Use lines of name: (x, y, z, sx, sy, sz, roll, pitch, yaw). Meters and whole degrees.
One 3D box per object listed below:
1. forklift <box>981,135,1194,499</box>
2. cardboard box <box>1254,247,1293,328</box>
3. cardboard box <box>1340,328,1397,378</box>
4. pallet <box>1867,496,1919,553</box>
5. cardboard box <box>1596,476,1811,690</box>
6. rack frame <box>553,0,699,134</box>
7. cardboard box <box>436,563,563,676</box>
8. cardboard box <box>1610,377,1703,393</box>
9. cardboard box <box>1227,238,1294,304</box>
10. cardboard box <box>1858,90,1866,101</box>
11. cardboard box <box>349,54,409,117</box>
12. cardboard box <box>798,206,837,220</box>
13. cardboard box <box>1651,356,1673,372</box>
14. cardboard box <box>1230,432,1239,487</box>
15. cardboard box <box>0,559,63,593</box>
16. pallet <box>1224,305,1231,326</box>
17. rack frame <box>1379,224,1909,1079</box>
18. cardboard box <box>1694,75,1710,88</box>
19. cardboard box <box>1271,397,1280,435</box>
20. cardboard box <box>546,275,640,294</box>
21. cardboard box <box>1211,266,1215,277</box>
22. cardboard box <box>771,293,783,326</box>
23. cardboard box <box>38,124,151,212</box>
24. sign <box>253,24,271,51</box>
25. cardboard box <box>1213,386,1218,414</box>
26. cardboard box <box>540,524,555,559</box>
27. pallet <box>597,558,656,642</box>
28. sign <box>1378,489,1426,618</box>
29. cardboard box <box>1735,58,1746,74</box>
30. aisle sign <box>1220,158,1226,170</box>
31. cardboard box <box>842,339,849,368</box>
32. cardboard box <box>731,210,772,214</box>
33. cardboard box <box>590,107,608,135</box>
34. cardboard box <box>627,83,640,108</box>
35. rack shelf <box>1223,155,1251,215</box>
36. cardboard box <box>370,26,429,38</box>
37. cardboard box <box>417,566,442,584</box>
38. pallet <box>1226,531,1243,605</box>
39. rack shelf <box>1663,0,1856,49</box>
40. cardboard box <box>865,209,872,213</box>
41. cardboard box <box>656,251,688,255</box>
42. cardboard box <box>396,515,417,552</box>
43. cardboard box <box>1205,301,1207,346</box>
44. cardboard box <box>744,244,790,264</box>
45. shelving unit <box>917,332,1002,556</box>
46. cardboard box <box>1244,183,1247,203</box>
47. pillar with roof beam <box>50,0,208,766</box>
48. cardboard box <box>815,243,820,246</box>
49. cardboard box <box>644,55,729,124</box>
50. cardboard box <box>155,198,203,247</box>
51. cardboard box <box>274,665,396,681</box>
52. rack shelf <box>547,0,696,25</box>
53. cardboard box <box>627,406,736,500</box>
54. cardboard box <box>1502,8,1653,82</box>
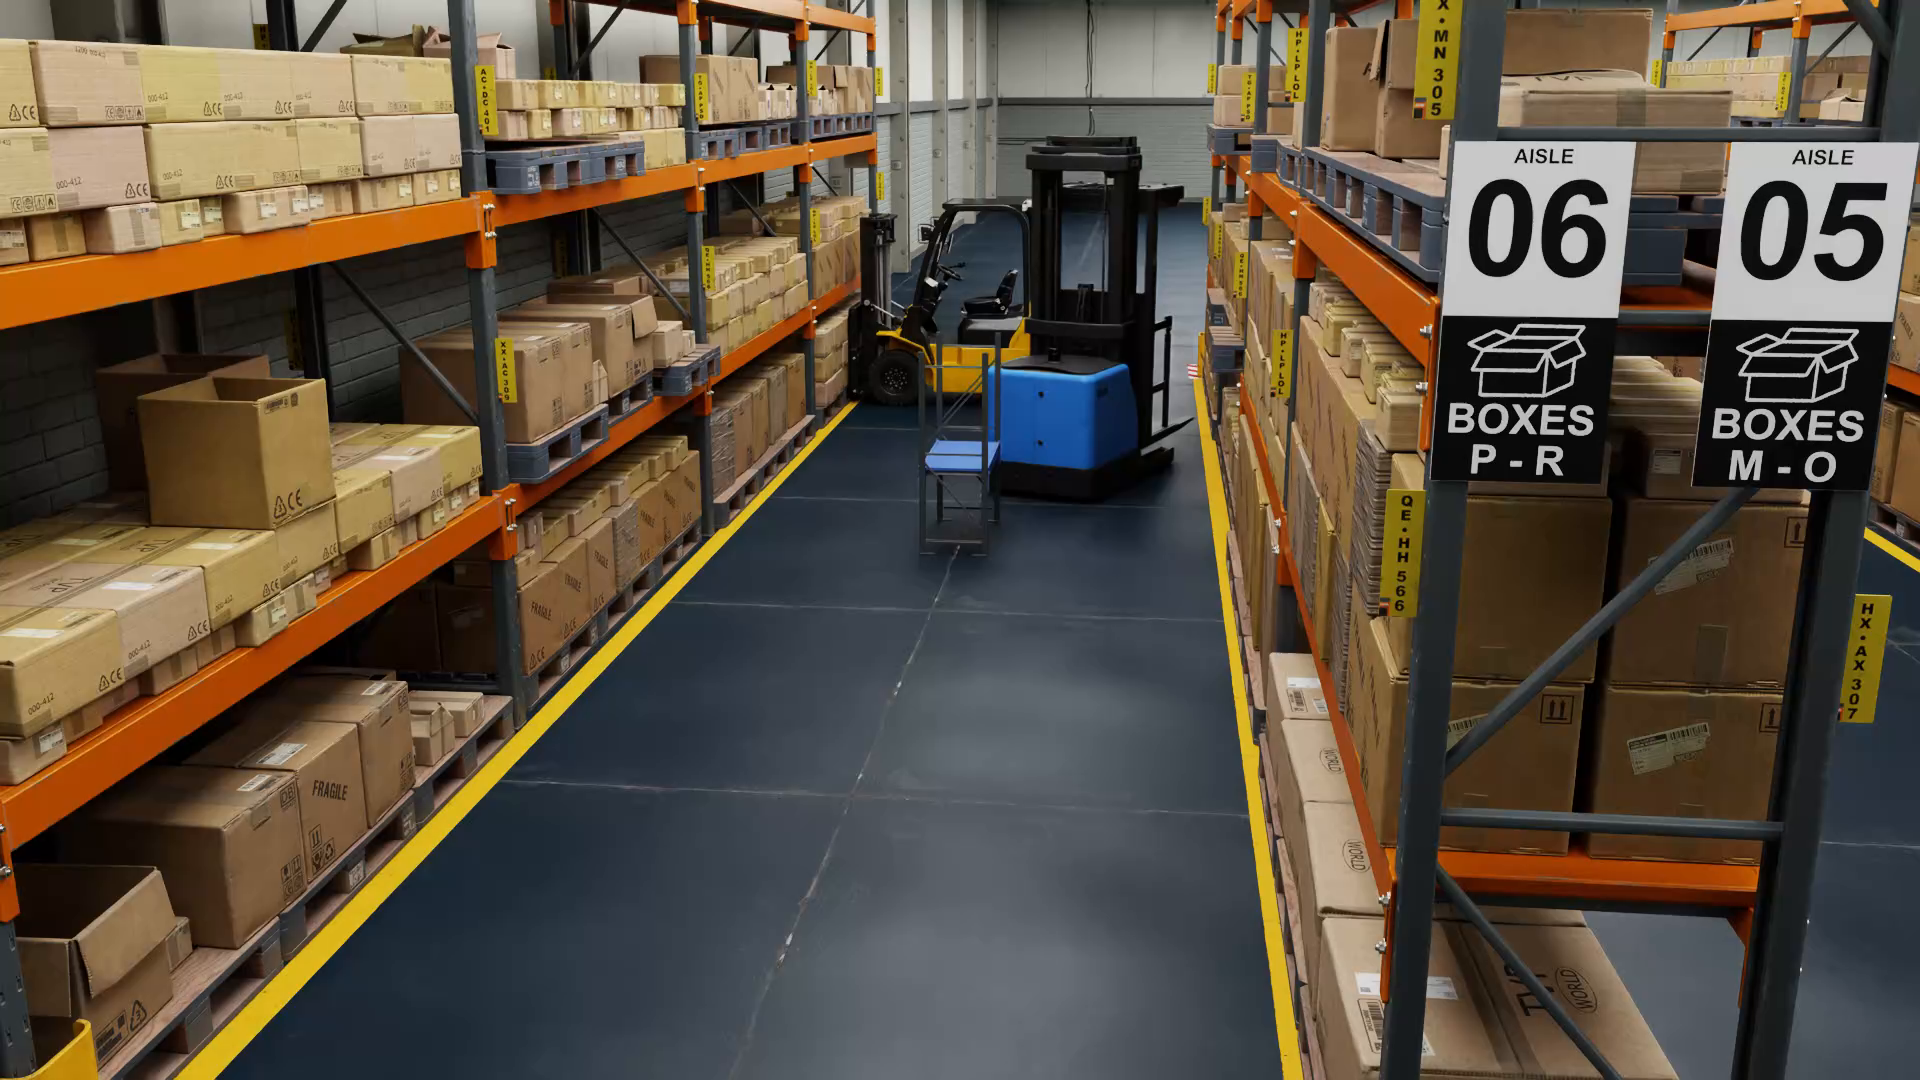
forklift: (1.299, -2.093, 14.788, 1.130, 2.935, 3.031, 8, 17, 26)
cardboard box: (2.192, -1.628, 10.831, 0.500, 0.500, 0.500, 2, 15, 6)
cardboard box: (1.602, -0.685, 6.100, 0.380, 0.149, 0.250, 2, 15, 6)
pallet: (7.631, -0.084, 12.567, 1.003, 0.211, 1.213, 2, 15, 6)
cardboard box: (1.972, 0.081, 4.510, 0.500, 0.500, 0.500, 1, 15, 5)
rack frame: (-2.395, -4.388, 11.652, 1.000, 3.000, 0.127, 2, 15, 6)
cardboard box: (-2.568, 0.430, 9.309, 0.500, 0.500, 0.500, 2, 15, 9)
cardboard box: (2.064, -0.403, 5.057, 0.380, 0.149, 0.250, 1, 15, 4)
cardboard box: (2.416, -2.133, 13.239, 0.500, 0.500, 0.500, 1, 15, 2)
cardboard box: (7.998, -3.704, 14.157, 0.500, 0.250, 0.500, 2, 15, 7)
cardboard box: (-2.713, -1.946, 7.124, 0.500, 0.250, 0.500, 1, 15, 5)
cardboard box: (-1.536, -3.510, 17.894, 0.380, 0.149, 0.250, 2, 15, 6)
cardboard box: (8.359, -2.302, 18.694, 0.875, 0.875, 0.875, 2, 15, 7)
cardboard box: (2.686, -0.619, 13.435, 0.950, 0.372, 0.625, 1, 15, 5)
cardboard box: (-3.450, 0.250, 5.707, 0.500, 0.250, 0.500, 2, 15, 6)
pallet: (2.720, -1.769, 13.826, 1.003, 0.211, 1.213, 2, 15, 6)
rack frame: (1.635, 0.728, 4.224, 1.000, 3.000, 0.127, 2, 15, 6)
cardboard box: (7.948, -4.692, 17.244, 0.500, 0.250, 0.500, 2, 15, 6)
cardboard box: (1.943, -0.730, 8.945, 0.500, 0.250, 0.500, 2, 15, 8)
cardboard box: (-2.608, -1.615, 11.890, 0.500, 0.500, 0.500, 2, 15, 9)
cardboard box: (2.997, -3.022, 18.573, 0.380, 0.149, 0.250, 2, 15, 7)
cardboard box: (-1.878, -2.061, 14.823, 0.500, 0.250, 0.500, 2, 15, 7)
cardboard box: (-2.939, -1.176, 5.236, 0.500, 0.250, 0.500, 2, 15, 7)
sign: (-3.398, -2.358, 8.145, 0.100, 0.325, 0.005, 2, 15, 6)
cardboard box: (2.788, -1.421, 16.635, 0.500, 0.250, 0.500, 2, 15, 9)
cardboard box: (-2.570, 0.010, 9.622, 0.380, 0.149, 0.250, 1, 15, 3)
pallet: (-2.657, 0.362, 10.920, 1.003, 0.211, 1.213, 2, 15, 6)
sign: (1.097, 0.035, 4.115, 0.100, 0.325, 0.005, 2, 15, 6)
cardboard box: (7.757, -4.595, 16.119, 0.380, 0.149, 0.250, 2, 15, 6)
aisle sign: (3.139, -4.702, 19.325, 0.394, 0.787, 0.004, 2, 15, 6)
cardboard box: (-1.459, -2.024, 17.905, 0.500, 0.250, 0.500, 2, 15, 6)
cardboard box: (-2.156, -3.326, 17.212, 0.380, 0.149, 0.250, 1, 15, 5)
cardboard box: (-2.267, -2.429, 9.637, 0.380, 0.149, 0.250, 2, 15, 8)
cardboard box: (-2.260, -2.835, 10.608, 0.380, 0.149, 0.250, 1, 15, 5)
rack shelf: (2.763, -2.967, 13.518, 1.077, 0.370, 4.000, 2, 15, 6)
cardboard box: (-2.883, -2.527, 8.637, 0.396, 0.266, 0.258, 2, 15, 6)
cardboard box: (-3.091, 0.132, 9.169, 0.380, 0.149, 0.250, 1, 15, 4)
pallet: (2.374, 0.201, 11.514, 1.003, 0.211, 1.213, 2, 15, 6)
rack shelf: (8.144, -5.139, 16.574, 1.077, 0.370, 4.000, 2, 15, 6)
cardboard box: (-1.253, -3.831, 19.647, 0.380, 0.149, 0.250, 2, 15, 7)
cardboard box: (-2.415, -2.412, 14.403, 0.380, 0.149, 0.250, 2, 15, 7)
cardboard box: (-2.701, -0.040, 7.545, 0.380, 0.149, 0.250, 2, 15, 8)
cardboard box: (3.072, -2.452, 19.011, 0.500, 0.500, 0.500, 1, 15, 4)
cardboard box: (-1.751, -2.595, 15.077, 0.380, 0.149, 0.250, 1, 15, 5)
shelving unit: (0.010, -0.746, 12.548, 0.538, 1.500, 1.048, 2, 15, 6)
cardboard box: (3.599, -3.958, 18.875, 0.700, 0.500, 0.500, 1, 15, 5)
pillar with roof beam: (0.457, -3.070, 6.777, 9.100, 9.000, 0.400, 2, 15, 6)
cardboard box: (-1.619, -3.033, 16.699, 0.380, 0.149, 0.250, 2, 15, 8)
cardboard box: (-2.071, -3.420, 12.631, 0.500, 0.500, 0.500, 2, 15, 7)
cardboard box: (-2.829, -1.085, 5.661, 0.380, 0.149, 0.250, 2, 15, 6)
cardboard box: (-3.156, 0.805, 8.286, 0.500, 0.311, 0.500, 2, 15, 8)
rack shelf: (-2.621, -3.329, 9.880, 1.077, 0.370, 4.000, 2, 15, 6)
cardboard box: (-2.311, -0.710, 13.287, 0.875, 0.625, 0.625, 2, 15, 8)
cardboard box: (2.011, -1.538, 5.669, 0.500, 0.500, 0.500, 2, 15, 7)
